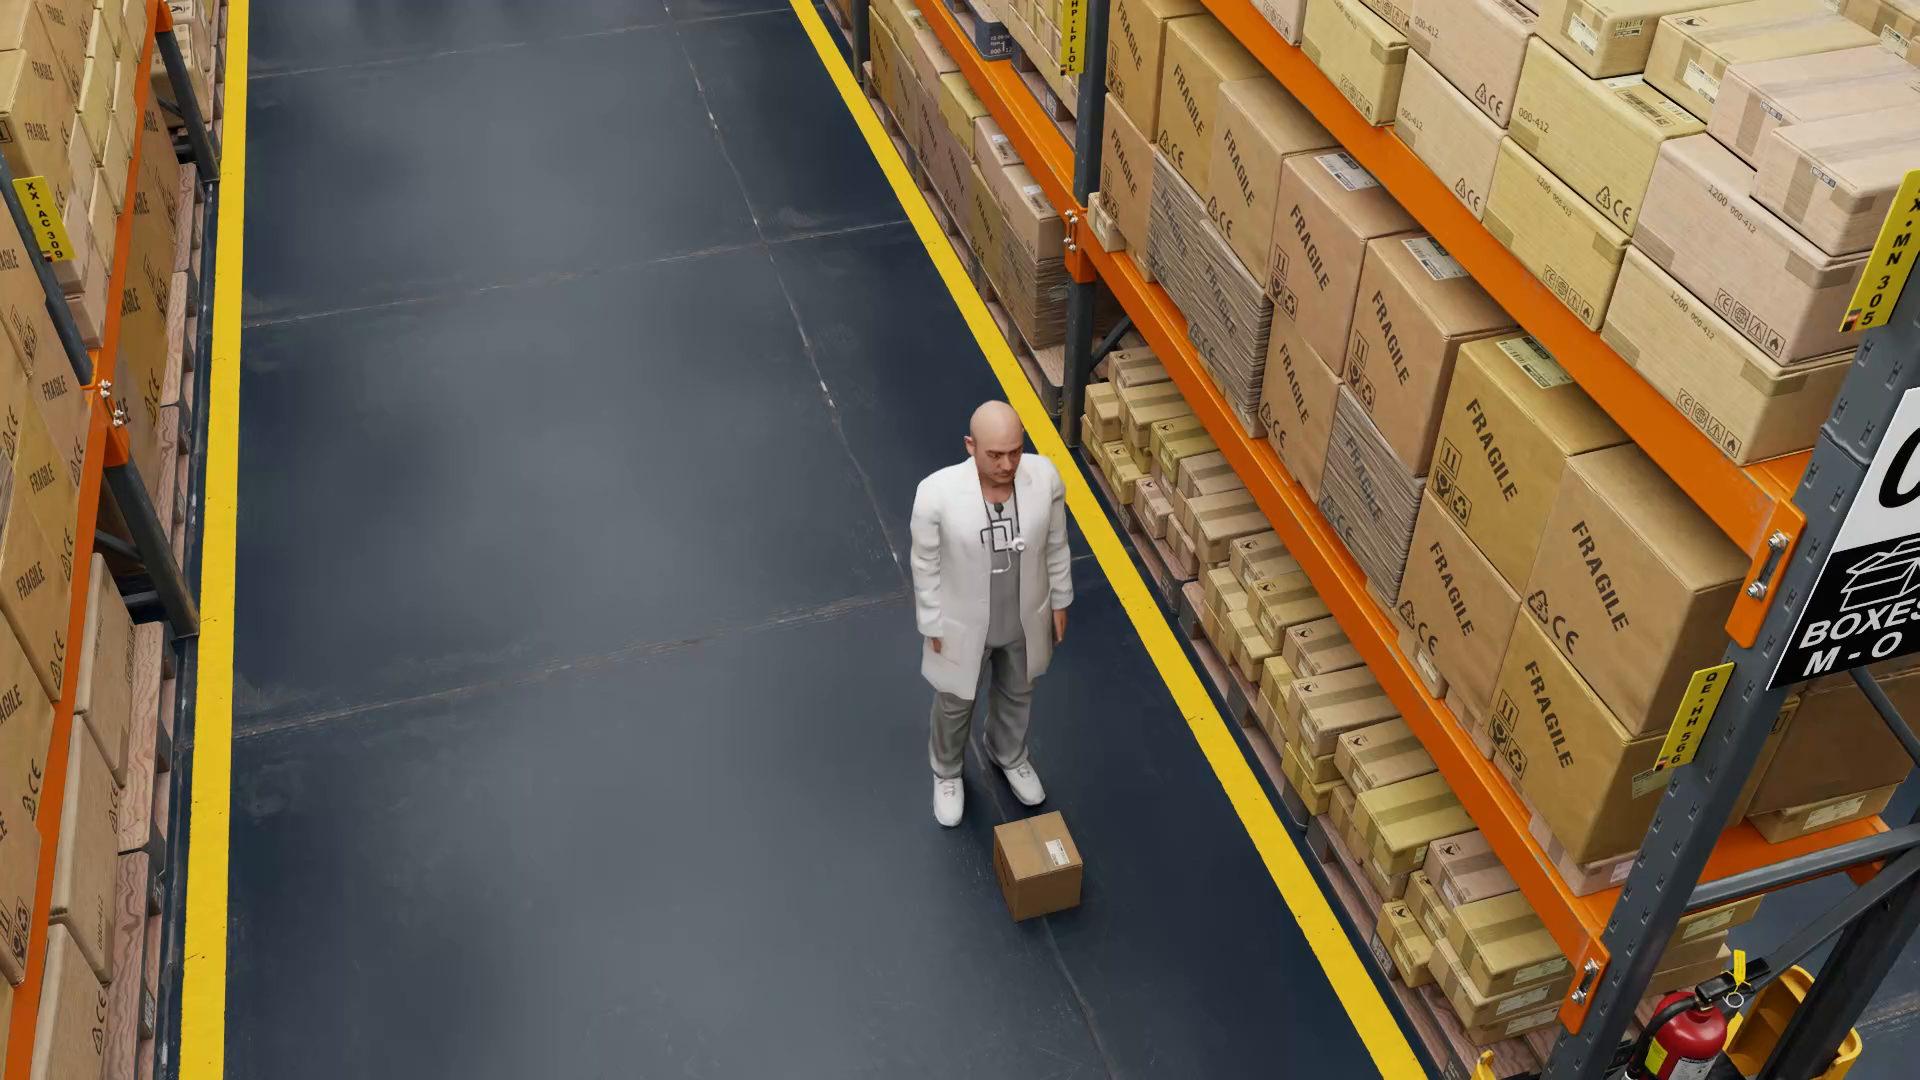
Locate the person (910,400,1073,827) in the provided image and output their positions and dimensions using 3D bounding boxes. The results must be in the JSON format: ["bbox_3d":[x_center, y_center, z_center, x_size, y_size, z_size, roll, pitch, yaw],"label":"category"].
[{"bbox_3d":[0.126,0.274,5.865,0.578,1.789,0.385,-12,43,-13],"label":"person"}]
